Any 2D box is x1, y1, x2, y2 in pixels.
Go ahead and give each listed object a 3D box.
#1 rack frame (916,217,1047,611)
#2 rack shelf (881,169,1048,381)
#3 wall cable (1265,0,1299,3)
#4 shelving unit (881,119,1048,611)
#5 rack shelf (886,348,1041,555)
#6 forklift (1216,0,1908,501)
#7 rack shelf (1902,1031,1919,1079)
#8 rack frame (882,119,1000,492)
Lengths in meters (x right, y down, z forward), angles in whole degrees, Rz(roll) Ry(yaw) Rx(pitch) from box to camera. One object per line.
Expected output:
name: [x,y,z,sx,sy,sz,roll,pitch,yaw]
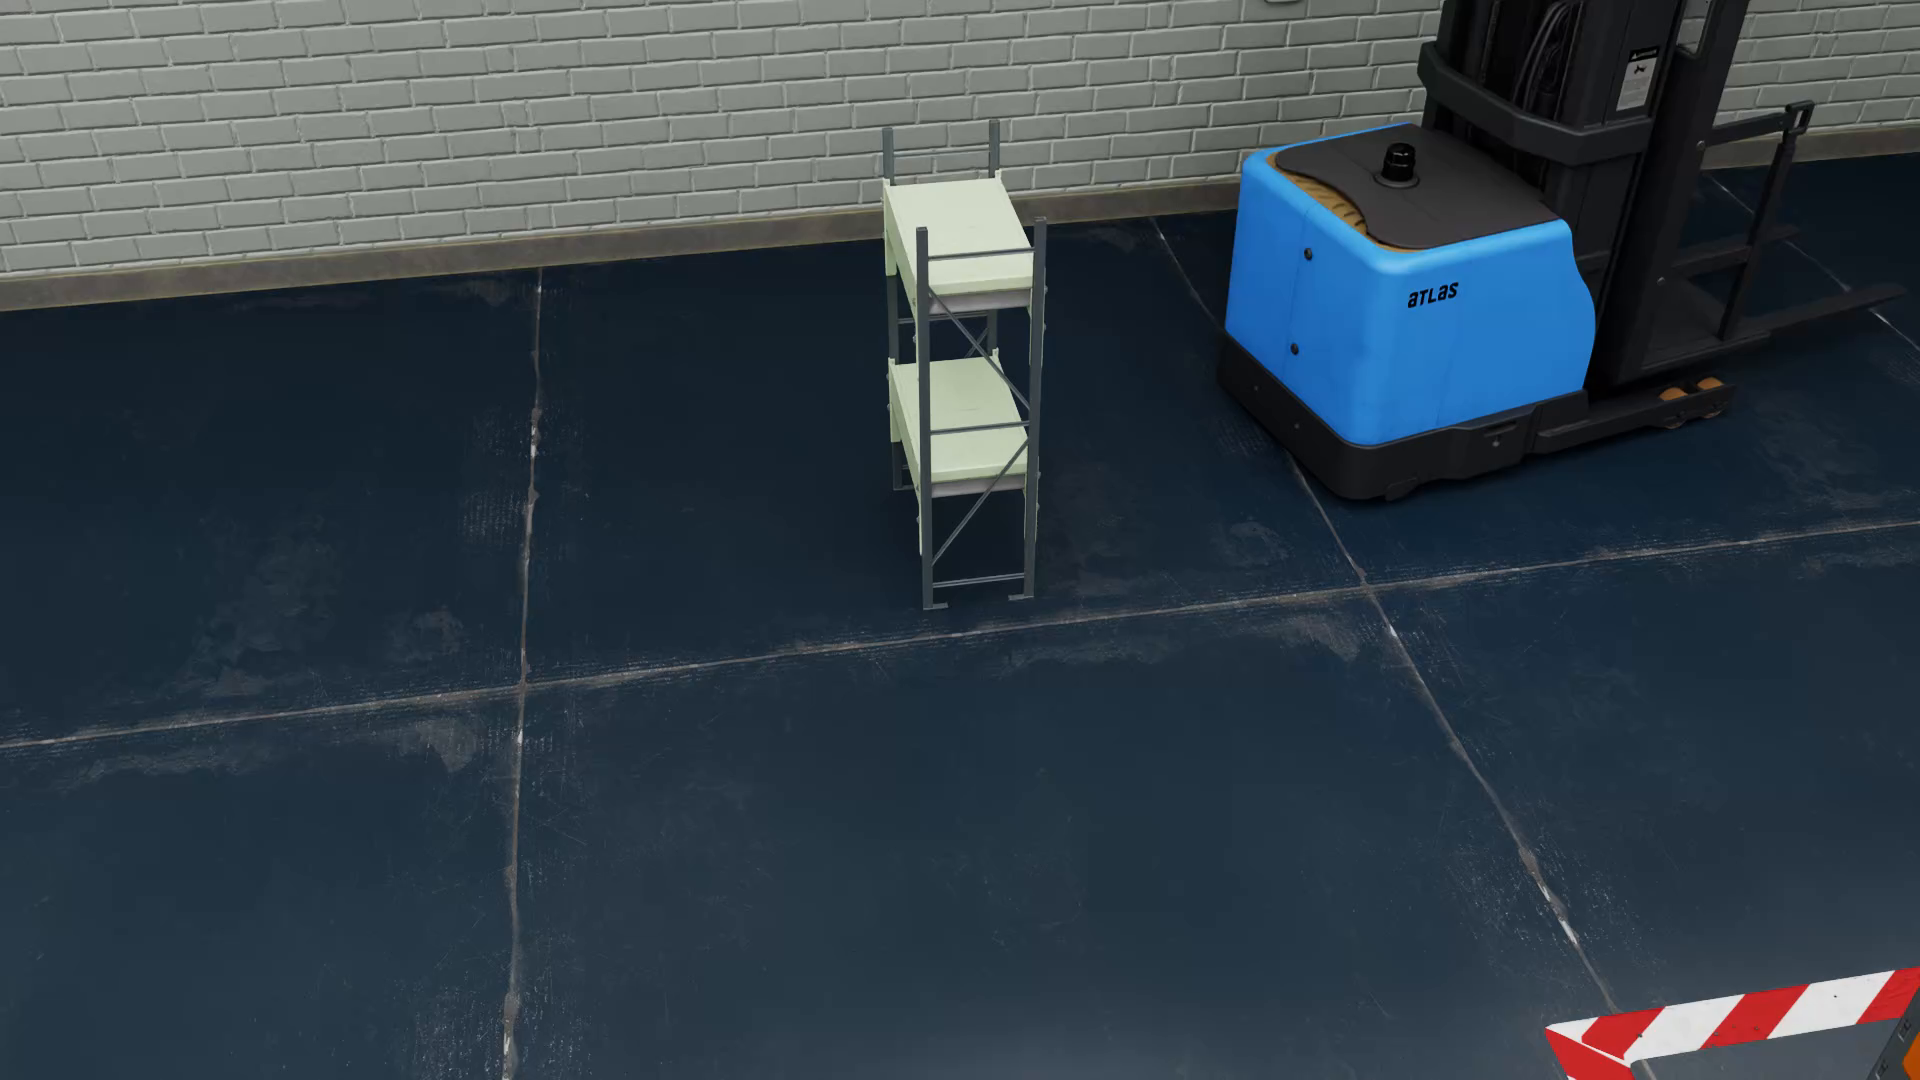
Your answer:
rack frame: [0.065,-0.367,5.500,0.400,1.500,0.023,-6,38,-8]
rack shelf: [0.001,-0.896,5.545,0.431,0.370,0.720,-6,38,-8]
wall cable: [1.380,-3.249,7.133,0.585,1.953,0.123,-6,38,-8]
shelving unit: [0.001,-0.588,5.785,0.431,1.500,0.755,-6,38,-8]
rack shelf: [0.001,-0.331,5.985,0.431,0.370,0.720,-6,38,-8]
forklift: [2.644,-1.897,6.303,3.031,2.935,1.130,-15,40,-18]
rack shelf: [2.742,2.060,1.740,1.077,0.370,4.000,-6,38,-8]
rack frame: [-0.063,-0.809,6.069,0.400,1.500,0.023,-6,38,-8]
